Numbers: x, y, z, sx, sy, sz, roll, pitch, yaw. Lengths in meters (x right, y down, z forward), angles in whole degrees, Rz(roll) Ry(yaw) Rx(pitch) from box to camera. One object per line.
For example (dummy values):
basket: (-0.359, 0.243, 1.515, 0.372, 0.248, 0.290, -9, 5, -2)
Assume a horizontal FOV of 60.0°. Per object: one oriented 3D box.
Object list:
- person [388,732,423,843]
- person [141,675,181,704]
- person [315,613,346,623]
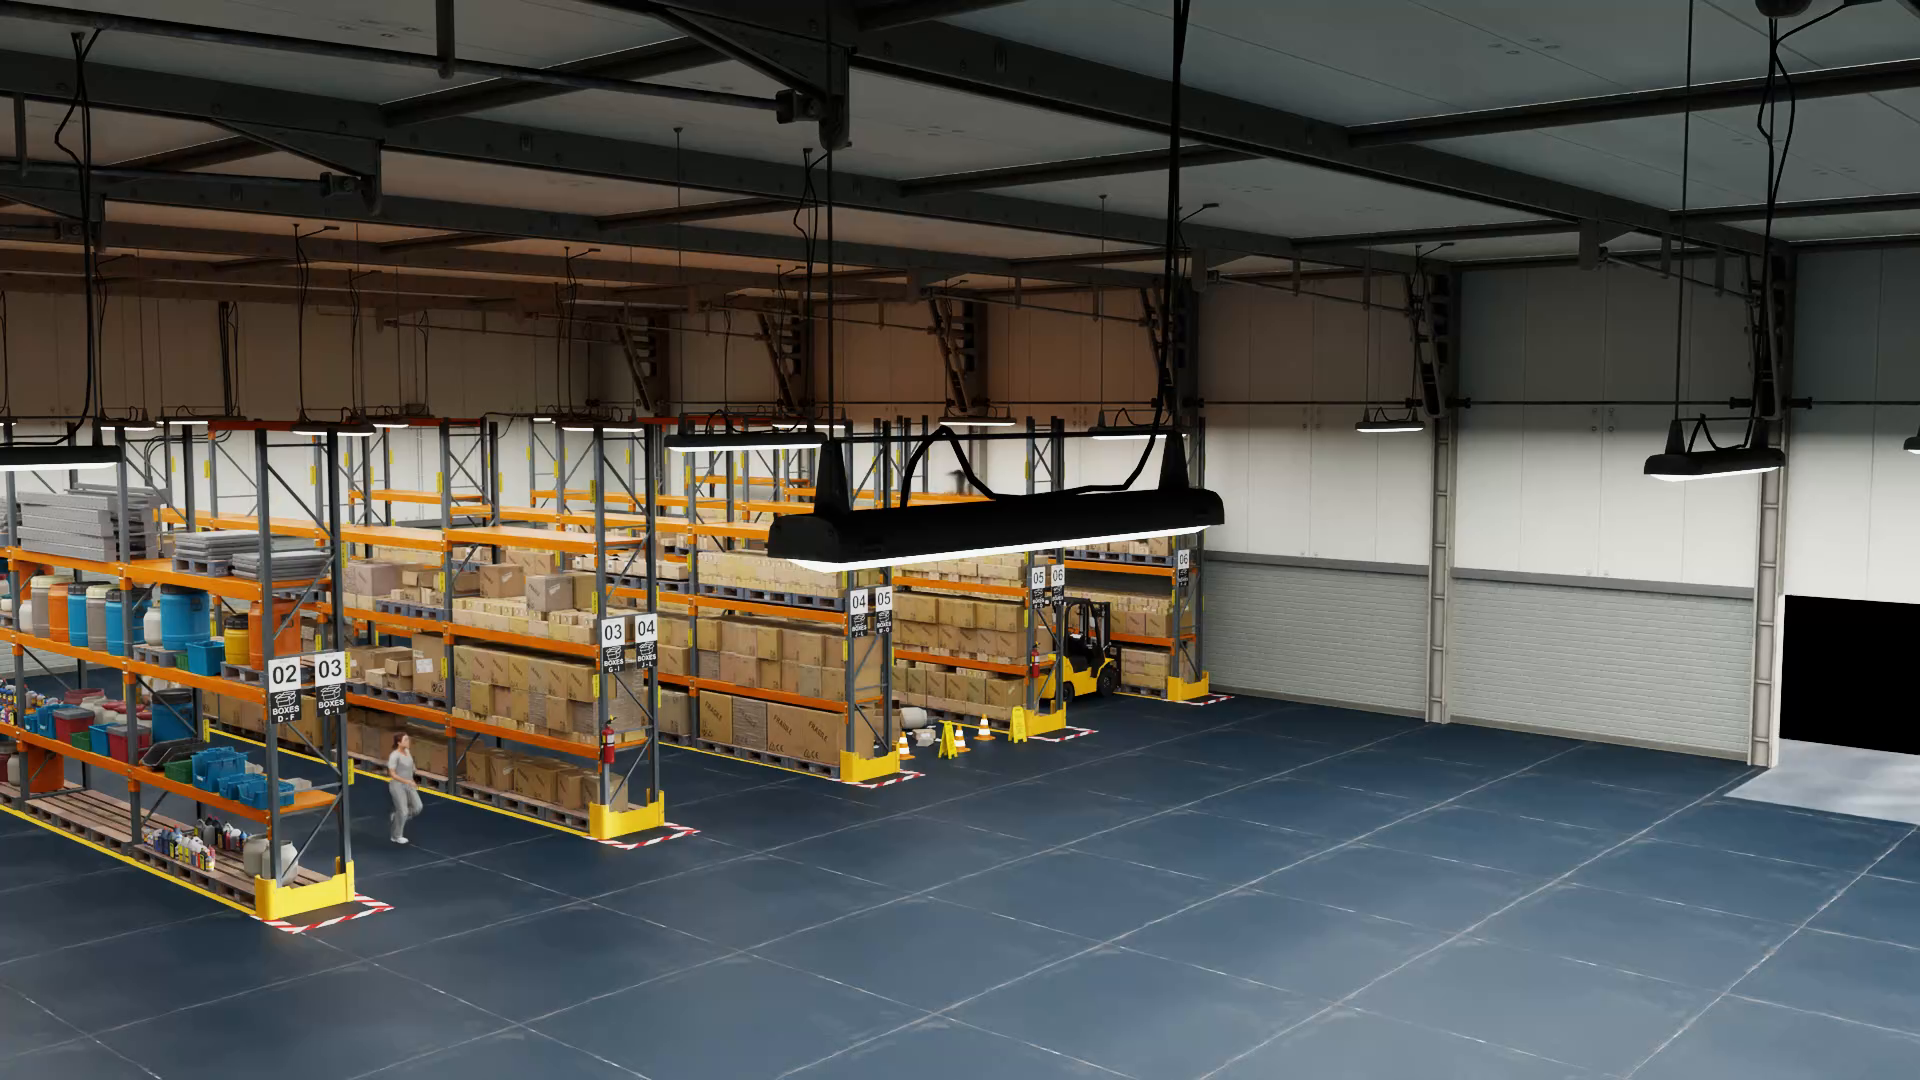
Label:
person: (-7.981, 3.544, 23.845, 0.599, 1.619, 0.538, 2, 5, 20)
person: (-14.828, 2.920, 30.856, 0.704, 1.712, 0.721, 2, 5, 25)
person: (-14.707, 2.292, 38.838, 0.634, 1.724, 0.871, 1, 5, 12)
